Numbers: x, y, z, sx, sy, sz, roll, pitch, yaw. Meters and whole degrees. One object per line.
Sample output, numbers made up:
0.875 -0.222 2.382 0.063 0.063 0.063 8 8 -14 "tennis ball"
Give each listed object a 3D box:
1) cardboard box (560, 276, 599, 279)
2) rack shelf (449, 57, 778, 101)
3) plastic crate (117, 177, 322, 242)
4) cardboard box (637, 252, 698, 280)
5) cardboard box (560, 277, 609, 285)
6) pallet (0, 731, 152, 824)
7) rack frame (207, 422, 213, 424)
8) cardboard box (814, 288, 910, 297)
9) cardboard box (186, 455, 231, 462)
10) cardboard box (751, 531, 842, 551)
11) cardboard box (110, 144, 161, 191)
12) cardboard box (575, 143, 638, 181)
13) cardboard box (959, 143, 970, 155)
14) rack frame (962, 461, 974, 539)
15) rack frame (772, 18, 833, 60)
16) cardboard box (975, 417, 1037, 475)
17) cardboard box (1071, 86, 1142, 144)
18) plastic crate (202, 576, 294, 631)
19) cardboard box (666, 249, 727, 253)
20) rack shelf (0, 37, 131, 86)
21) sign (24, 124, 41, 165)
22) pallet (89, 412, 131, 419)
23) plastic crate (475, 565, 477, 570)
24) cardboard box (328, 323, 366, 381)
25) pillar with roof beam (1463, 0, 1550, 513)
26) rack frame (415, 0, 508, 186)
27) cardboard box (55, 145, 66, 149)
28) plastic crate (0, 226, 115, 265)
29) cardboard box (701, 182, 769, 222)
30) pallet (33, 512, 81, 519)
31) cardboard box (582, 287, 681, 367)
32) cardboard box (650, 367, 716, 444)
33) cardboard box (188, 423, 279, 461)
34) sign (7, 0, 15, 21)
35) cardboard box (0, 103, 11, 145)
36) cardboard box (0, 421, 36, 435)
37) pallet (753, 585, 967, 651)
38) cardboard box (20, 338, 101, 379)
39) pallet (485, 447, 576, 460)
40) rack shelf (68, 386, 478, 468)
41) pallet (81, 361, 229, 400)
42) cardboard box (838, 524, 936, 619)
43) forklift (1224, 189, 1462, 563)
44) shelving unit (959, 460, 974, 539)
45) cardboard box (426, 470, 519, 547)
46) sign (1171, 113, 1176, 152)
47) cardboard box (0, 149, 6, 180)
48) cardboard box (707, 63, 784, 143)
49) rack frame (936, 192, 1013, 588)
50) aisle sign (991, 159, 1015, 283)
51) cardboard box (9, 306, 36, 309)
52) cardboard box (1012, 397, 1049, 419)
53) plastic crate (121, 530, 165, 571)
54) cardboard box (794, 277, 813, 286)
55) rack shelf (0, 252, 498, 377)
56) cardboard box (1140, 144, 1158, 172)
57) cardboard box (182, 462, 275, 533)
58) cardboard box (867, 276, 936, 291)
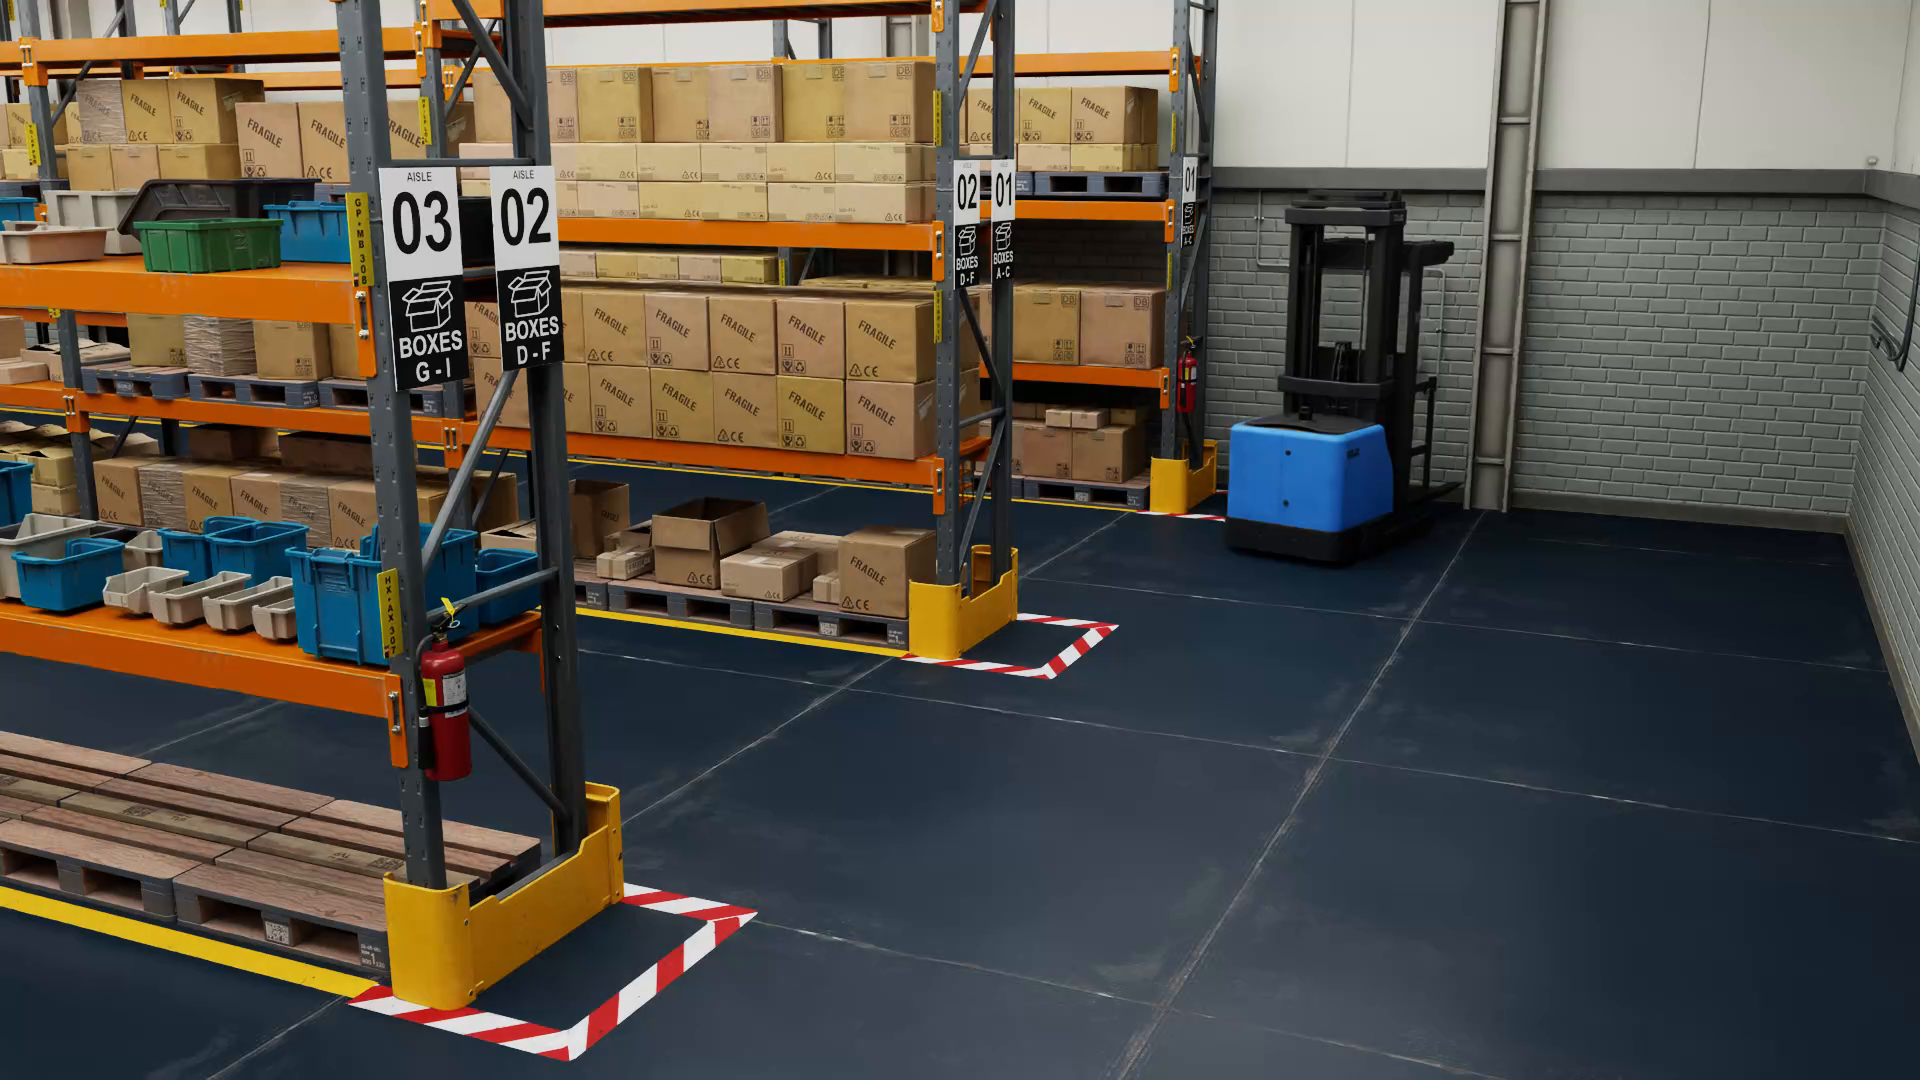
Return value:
-3.937 -2.581 17.776 0.500 0.500 0.500 6 14 23 "cardboard box"
-3.377 -4.764 17.308 4.000 0.370 1.077 6 14 23 "rack shelf"
-3.189 -1.393 7.193 0.767 0.338 0.504 6 14 23 "plastic crate"
-3.009 -2.858 17.312 0.500 0.250 0.500 6 15 24 "cardboard box"
-2.984 -1.711 12.572 0.500 0.500 0.500 6 14 24 "cardboard box"
-4.873 1.284 8.322 1.213 0.211 1.003 6 14 23 "pallet"
-8.863 -2.943 20.232 0.127 3.000 1.000 6 14 23 "rack frame"
-0.674 -1.476 11.572 0.500 0.500 0.500 6 14 24 "cardboard box"
-6.258 -0.498 14.319 0.500 0.500 0.500 6 15 25 "cardboard box"
-1.191 0.124 12.214 0.500 0.250 0.500 6 14 23 "cardboard box"
-6.330 -2.967 13.546 0.500 0.500 0.910 6 14 23 "cardboard box"
-2.297 -2.607 11.468 0.500 0.250 0.500 6 14 23 "cardboard box"
-0.258 -2.530 11.141 0.500 0.250 0.500 6 14 23 "cardboard box"
0.070 -0.577 14.087 0.006 1.200 0.240 6 14 23 "rack frame"
-1.548 -5.124 16.392 0.127 3.000 1.000 6 14 23 "rack frame"
0.511 -0.957 16.319 0.500 0.500 0.700 5 14 21 "cardboard box"
1.329 -3.849 15.075 0.500 0.500 0.500 6 14 23 "cardboard box"
-2.982 0.268 6.992 0.243 0.136 0.396 6 14 23 "plastic crate"
-2.805 -2.961 17.751 0.500 0.250 0.500 5 14 21 "cardboard box"
-9.037 -4.099 14.475 4.000 0.370 1.077 6 14 23 "rack shelf"
-7.441 -3.174 13.342 0.005 0.325 0.100 6 14 23 "sign"
-10.610 -1.753 21.263 1.213 0.211 1.003 6 14 23 "pallet"
-2.256 0.197 7.295 0.298 0.136 0.250 6 14 23 "plastic crate"
-4.548 -1.562 13.208 0.500 0.500 0.700 8 16 32 "cardboard box"
3.184 -3.785 10.688 0.400 9.000 9.100 6 14 23 "pillar with roof beam"
-3.551 -4.089 11.981 0.127 3.000 1.000 6 14 23 "rack frame"
-10.864 -4.599 20.461 0.500 0.500 0.500 7 15 27 "cardboard box"
-3.894 -1.235 6.963 0.530 0.136 0.437 6 14 23 "plastic crate"
-1.386 -2.270 11.124 0.500 0.250 0.500 6 14 23 "cardboard box"
-7.945 -0.265 14.922 1.213 0.211 1.003 6 14 23 "pallet"
-2.293 -1.506 11.698 0.500 0.500 0.500 5 14 22 "cardboard box"
-1.804 -0.972 11.614 0.500 0.500 0.500 6 14 22 "cardboard box"
-6.205 -0.859 14.215 0.500 0.250 0.500 6 15 25 "cardboard box"
-12.276 -6.880 21.485 0.005 0.325 0.100 6 14 23 "sign"
-11.828 -5.176 20.728 0.500 0.500 0.500 6 14 23 "cardboard box"
-8.988 -0.929 15.519 0.500 0.311 0.500 6 14 23 "cardboard box"
-0.693 0.479 11.751 1.213 0.211 1.003 6 14 23 "pallet"
-7.948 -1.618 14.779 0.500 0.311 0.500 6 14 23 "cardboard box"
-4.515 -1.127 18.595 1.213 0.211 1.003 6 14 23 "pallet"
-5.380 -1.003 13.537 4.000 0.370 1.077 6 14 23 "rack shelf"
-6.560 -1.397 14.061 1.003 0.211 1.213 6 14 23 "pallet"
-0.491 0.206 11.319 0.500 0.500 0.500 6 14 23 "cardboard box"
3.500 -1.520 14.318 1.130 2.935 3.031 10 17 37 "forklift"
-0.013 -0.585 14.123 0.189 1.200 0.258 6 14 23 "shelving unit"
-3.895 -0.261 13.309 0.500 0.500 0.500 5 14 21 "cardboard box"
1.876 -3.574 14.588 0.005 0.325 0.100 6 14 23 "sign"
-8.133 -3.205 14.190 0.500 0.250 0.500 6 15 25 "cardboard box"
-1.294 -2.926 11.183 0.500 0.500 0.700 6 14 23 "cardboard box"
0.106 -0.798 11.089 0.127 3.000 1.000 6 14 23 "rack frame"
0.287 -2.119 11.027 0.004 0.787 0.394 6 14 23 "aisle sign"
-11.722 -3.094 21.157 0.500 0.250 0.500 5 14 21 "cardboard box"
0.699 -1.304 16.377 0.250 0.149 0.380 6 14 24 "cardboard box"
-3.847 0.064 7.863 0.466 0.136 0.293 6 14 23 "plastic crate"
-1.867 -2.501 17.435 0.500 0.500 0.500 5 14 21 "cardboard box"
-3.732 -1.059 7.210 4.000 0.370 1.077 6 14 23 "rack shelf"
1.541 -3.592 15.621 0.500 0.250 0.500 7 15 26 "cardboard box"
-5.971 -0.339 13.641 0.500 0.500 0.500 6 14 22 "cardboard box"
-0.394 -2.227 16.522 0.700 0.700 0.980 5 14 22 "cardboard box"
